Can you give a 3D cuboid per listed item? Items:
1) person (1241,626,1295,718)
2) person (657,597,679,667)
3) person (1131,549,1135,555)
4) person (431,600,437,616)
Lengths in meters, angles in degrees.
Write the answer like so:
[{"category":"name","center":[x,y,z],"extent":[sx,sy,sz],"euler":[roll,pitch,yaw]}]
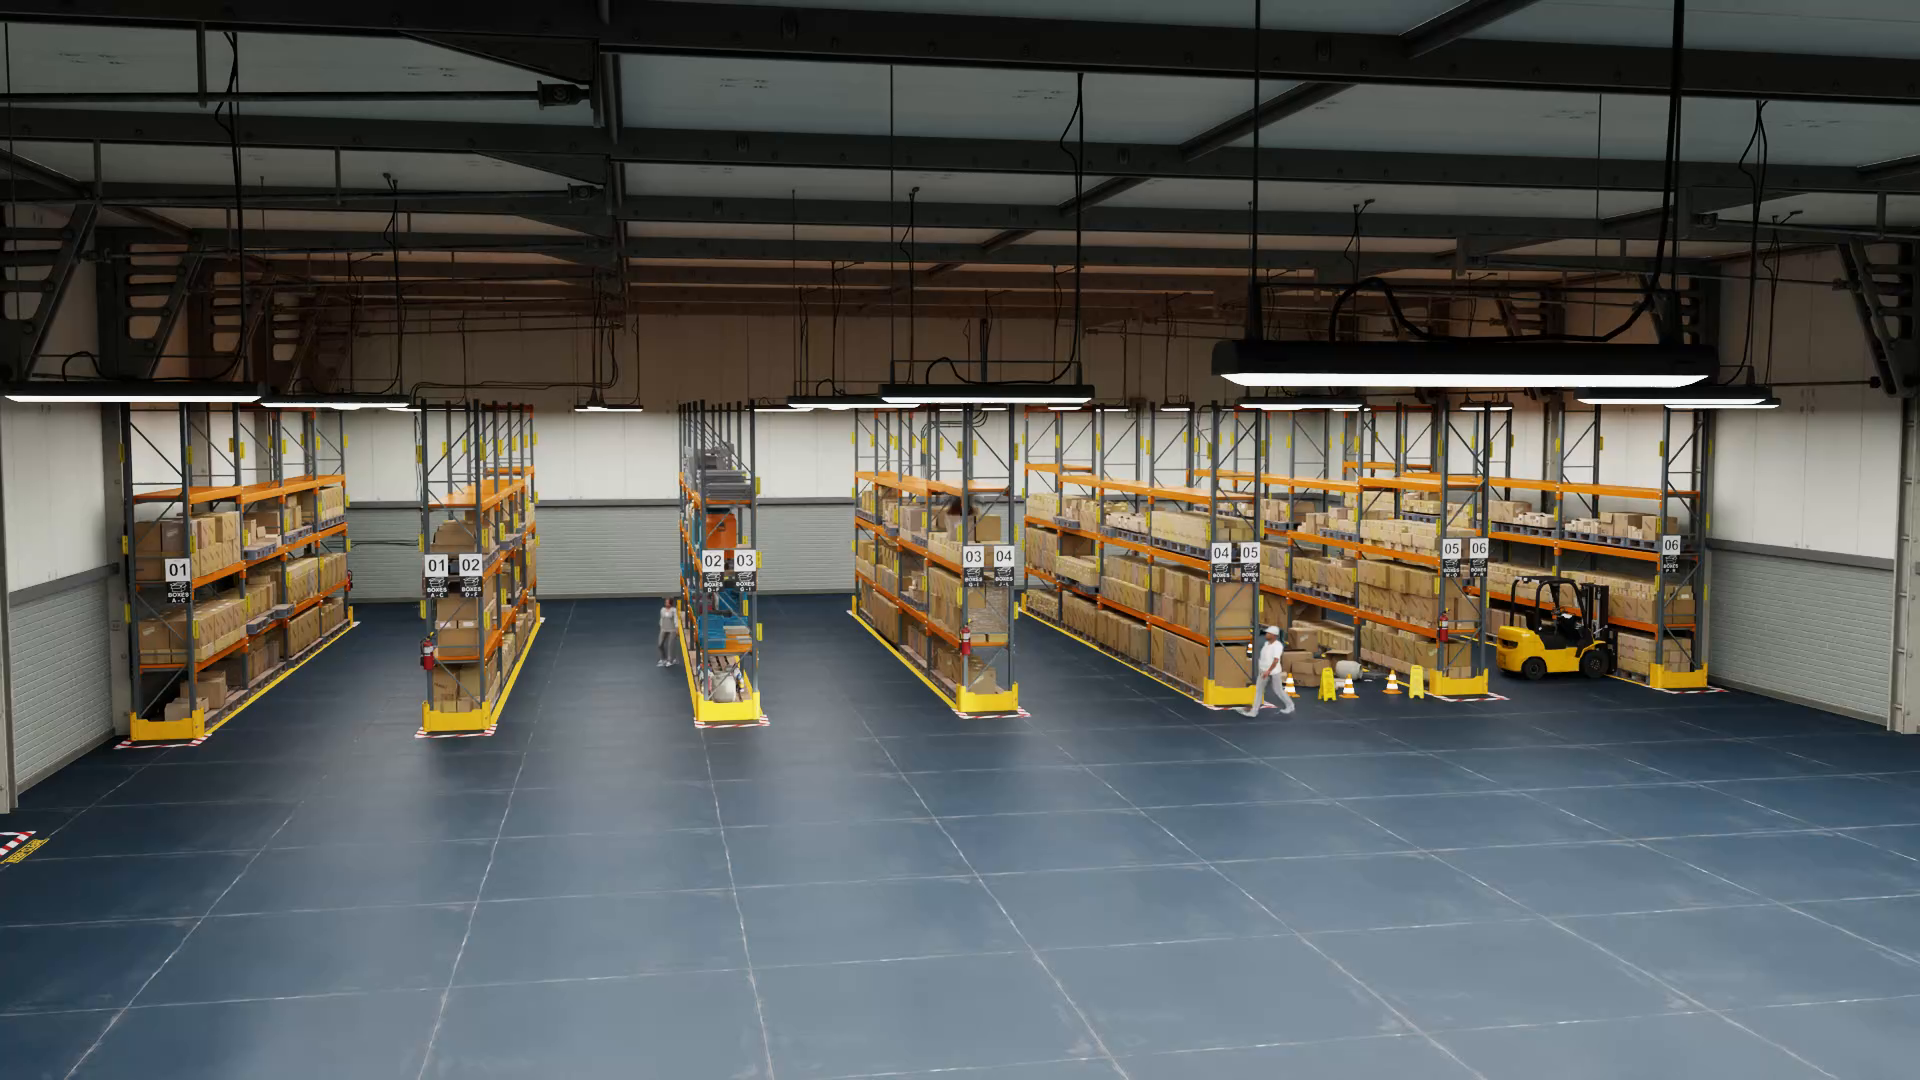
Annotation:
[{"category":"person","center":[5.852,2.493,31.435],"extent":[1.037,1.734,0.543],"euler":[-3,5,-32]},{"category":"person","center":[-6.626,2.085,37.773],"extent":[0.533,1.590,0.368],"euler":[1,4,8]},{"category":"person","center":[5.180,1.076,49.602],"extent":[0.561,1.797,0.418],"euler":[-2,5,-26]},{"category":"person","center":[-14.604,1.316,46.538],"extent":[0.704,1.742,0.612],"euler":[-1,4,-11]}]
